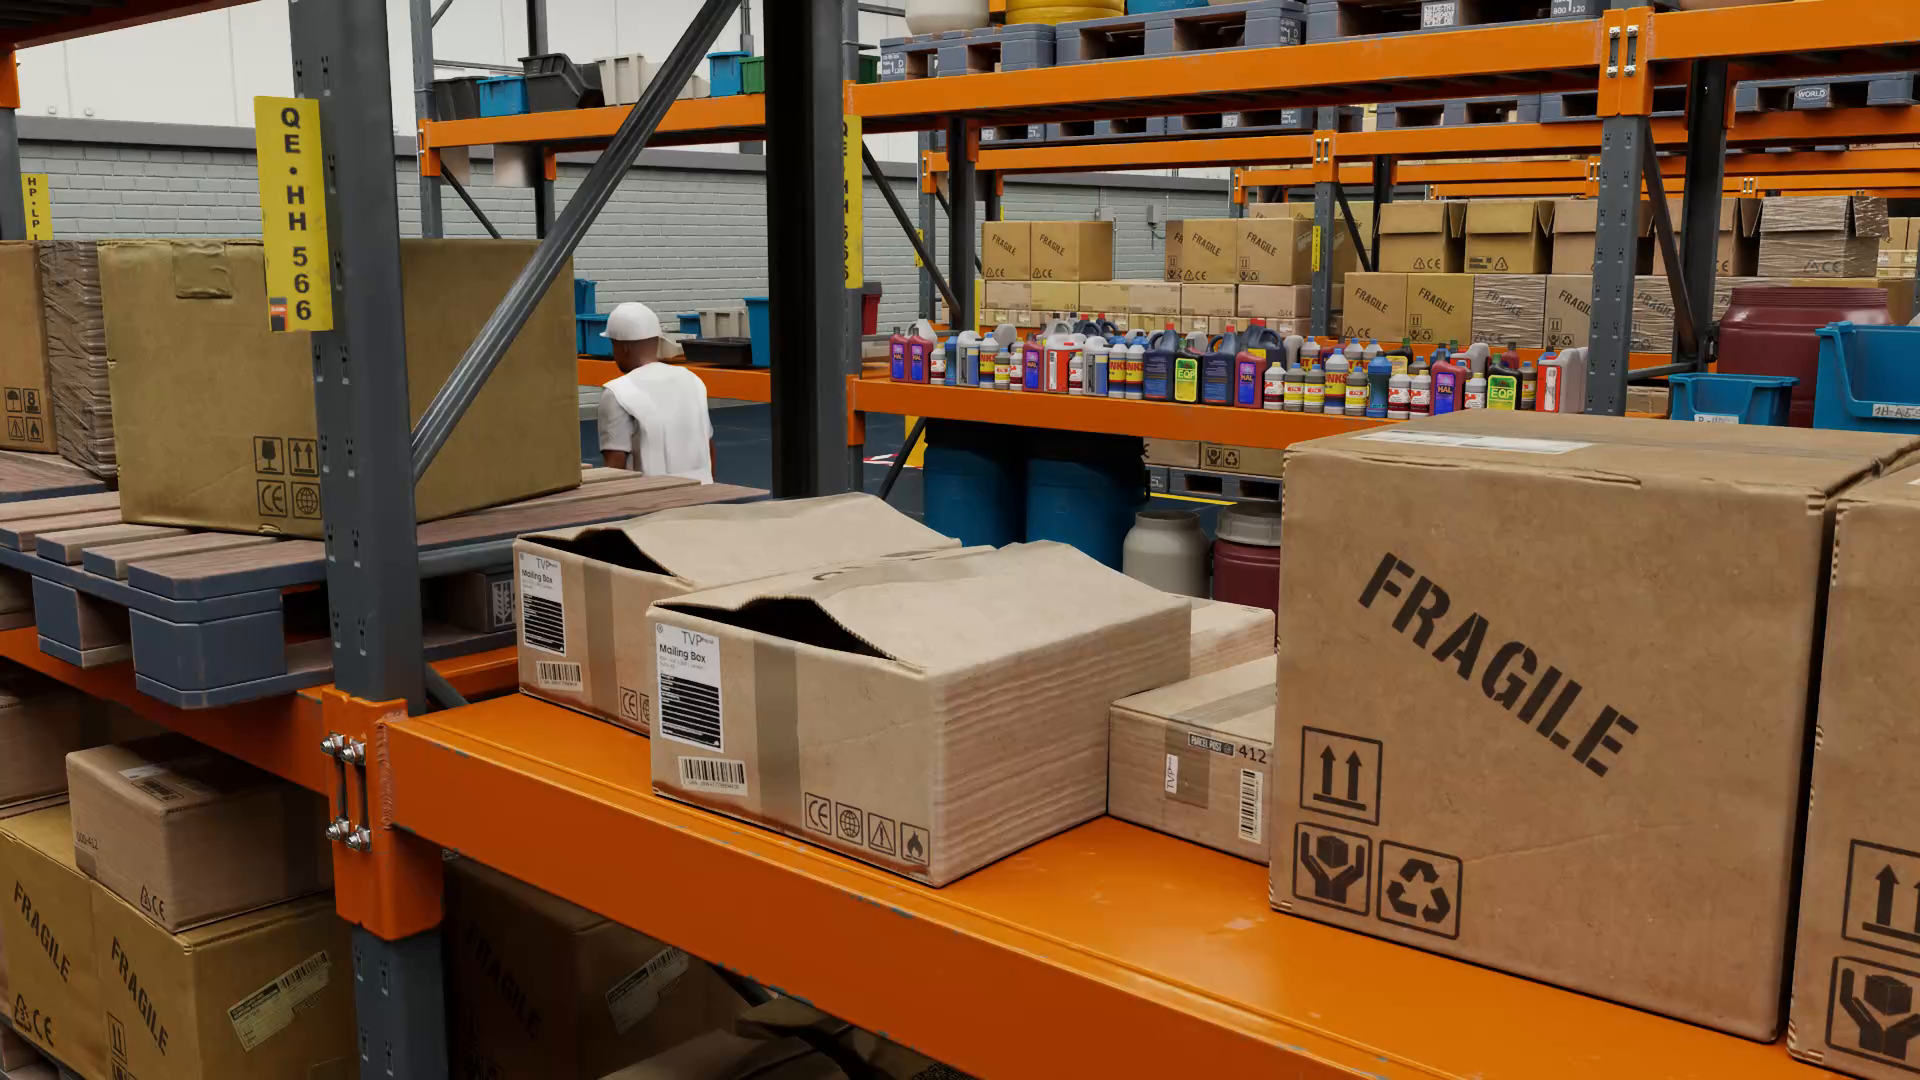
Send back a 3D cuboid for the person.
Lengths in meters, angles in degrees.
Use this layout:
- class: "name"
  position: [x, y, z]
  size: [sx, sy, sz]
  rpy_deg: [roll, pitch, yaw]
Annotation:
- class: "person"
  position: [-1.252, -0.080, 6.825]
  size: [0.446, 1.775, 0.629]
  rpy_deg: [8, 13, 37]
